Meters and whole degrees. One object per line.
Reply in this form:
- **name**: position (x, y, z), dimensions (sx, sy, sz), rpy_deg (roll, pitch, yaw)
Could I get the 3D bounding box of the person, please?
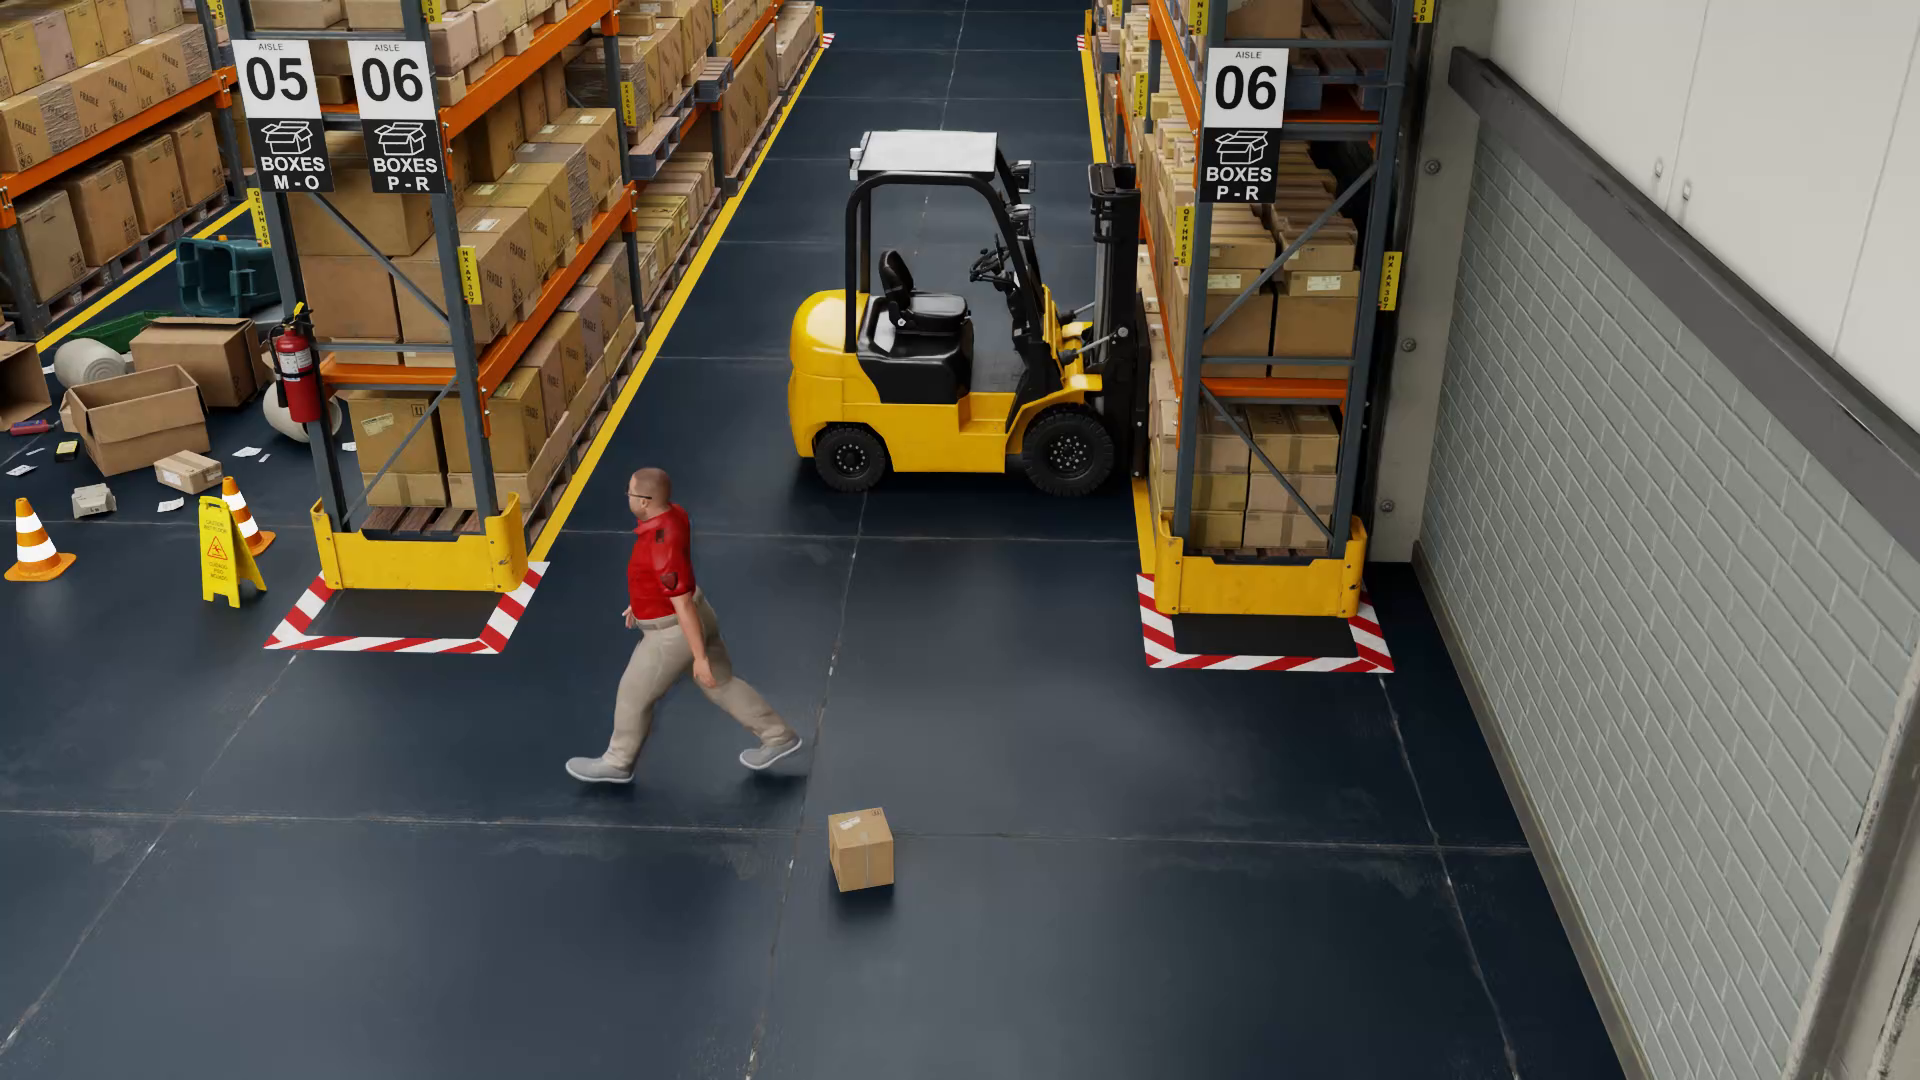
- **person**: position (-1.353, 0.414, 7.887), dimensions (1.128, 1.662, 0.577), rpy_deg (3, 28, 6)
